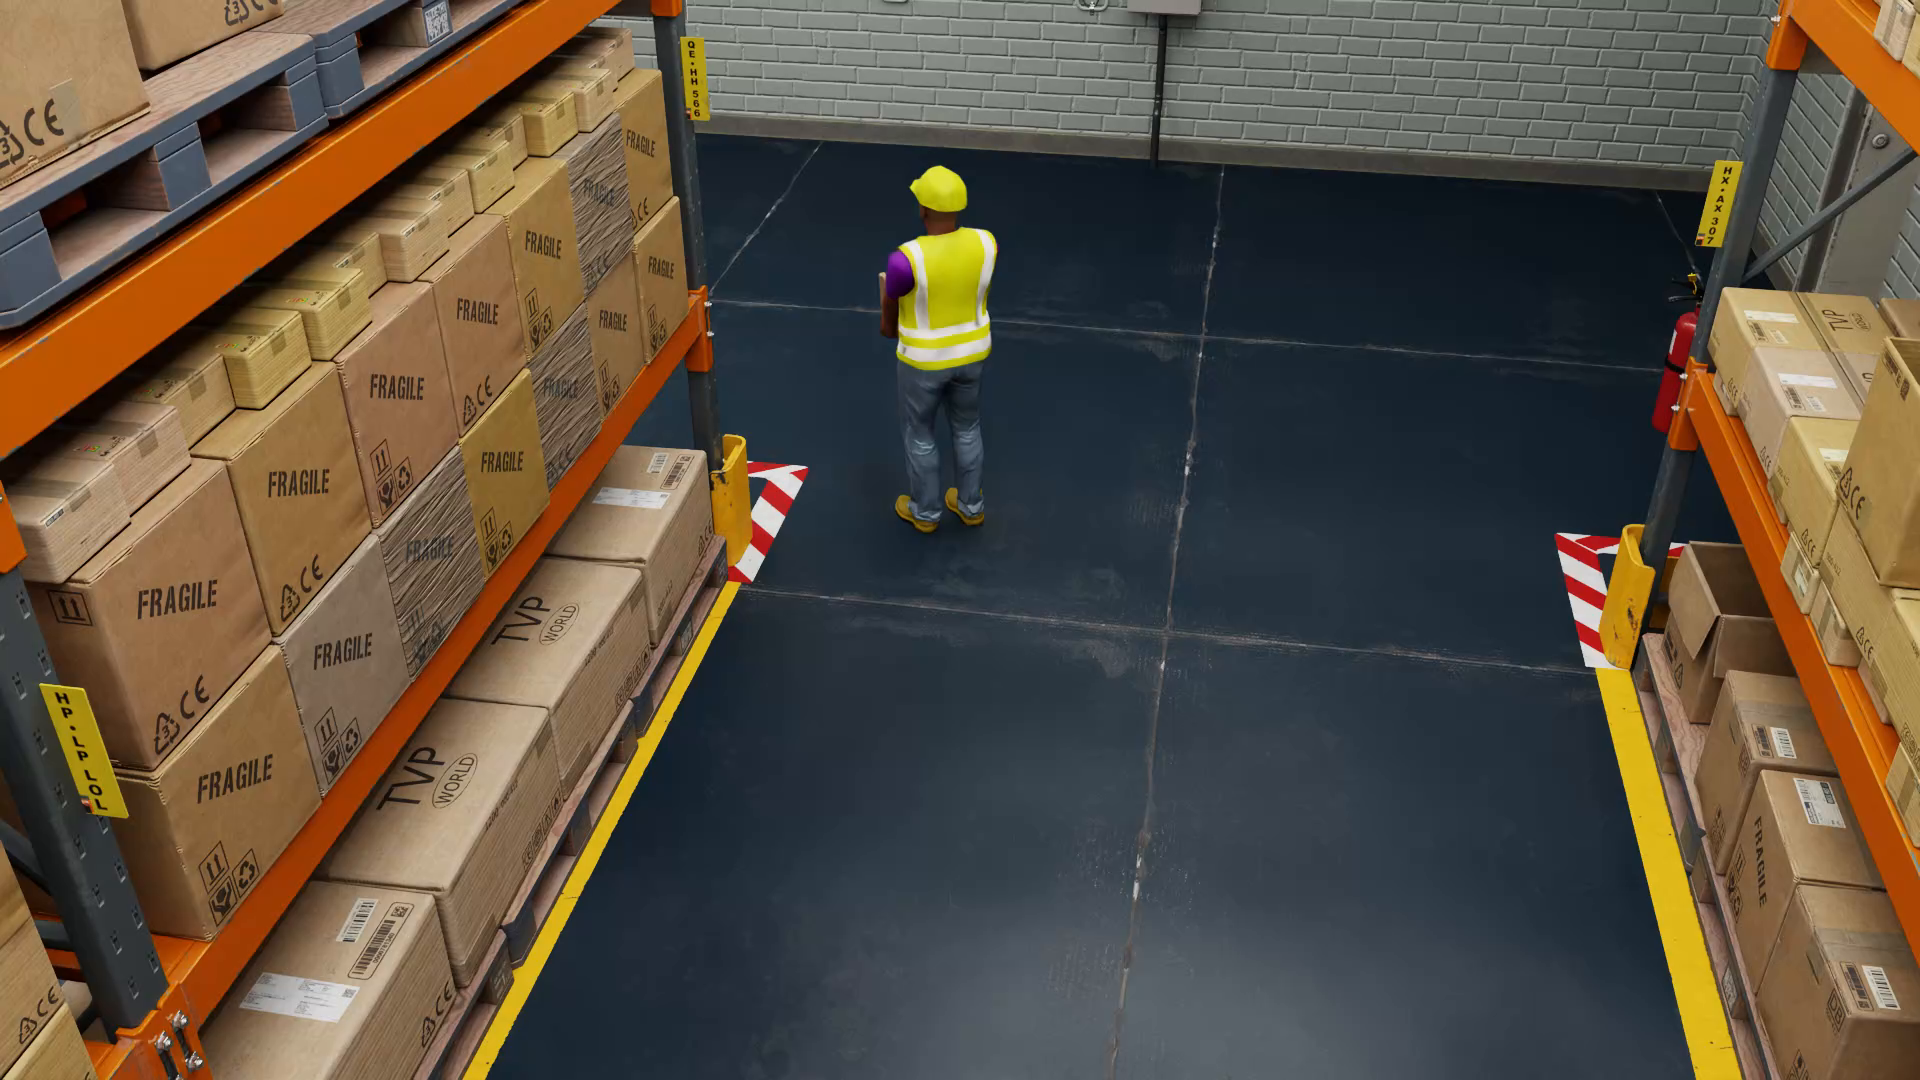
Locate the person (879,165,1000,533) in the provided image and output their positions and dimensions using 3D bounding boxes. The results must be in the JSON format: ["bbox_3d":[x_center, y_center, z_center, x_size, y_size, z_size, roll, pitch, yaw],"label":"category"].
[{"bbox_3d":[-0.132,-0.871,7.501,0.504,1.762,0.566,-15,35,-22],"label":"person"}]
